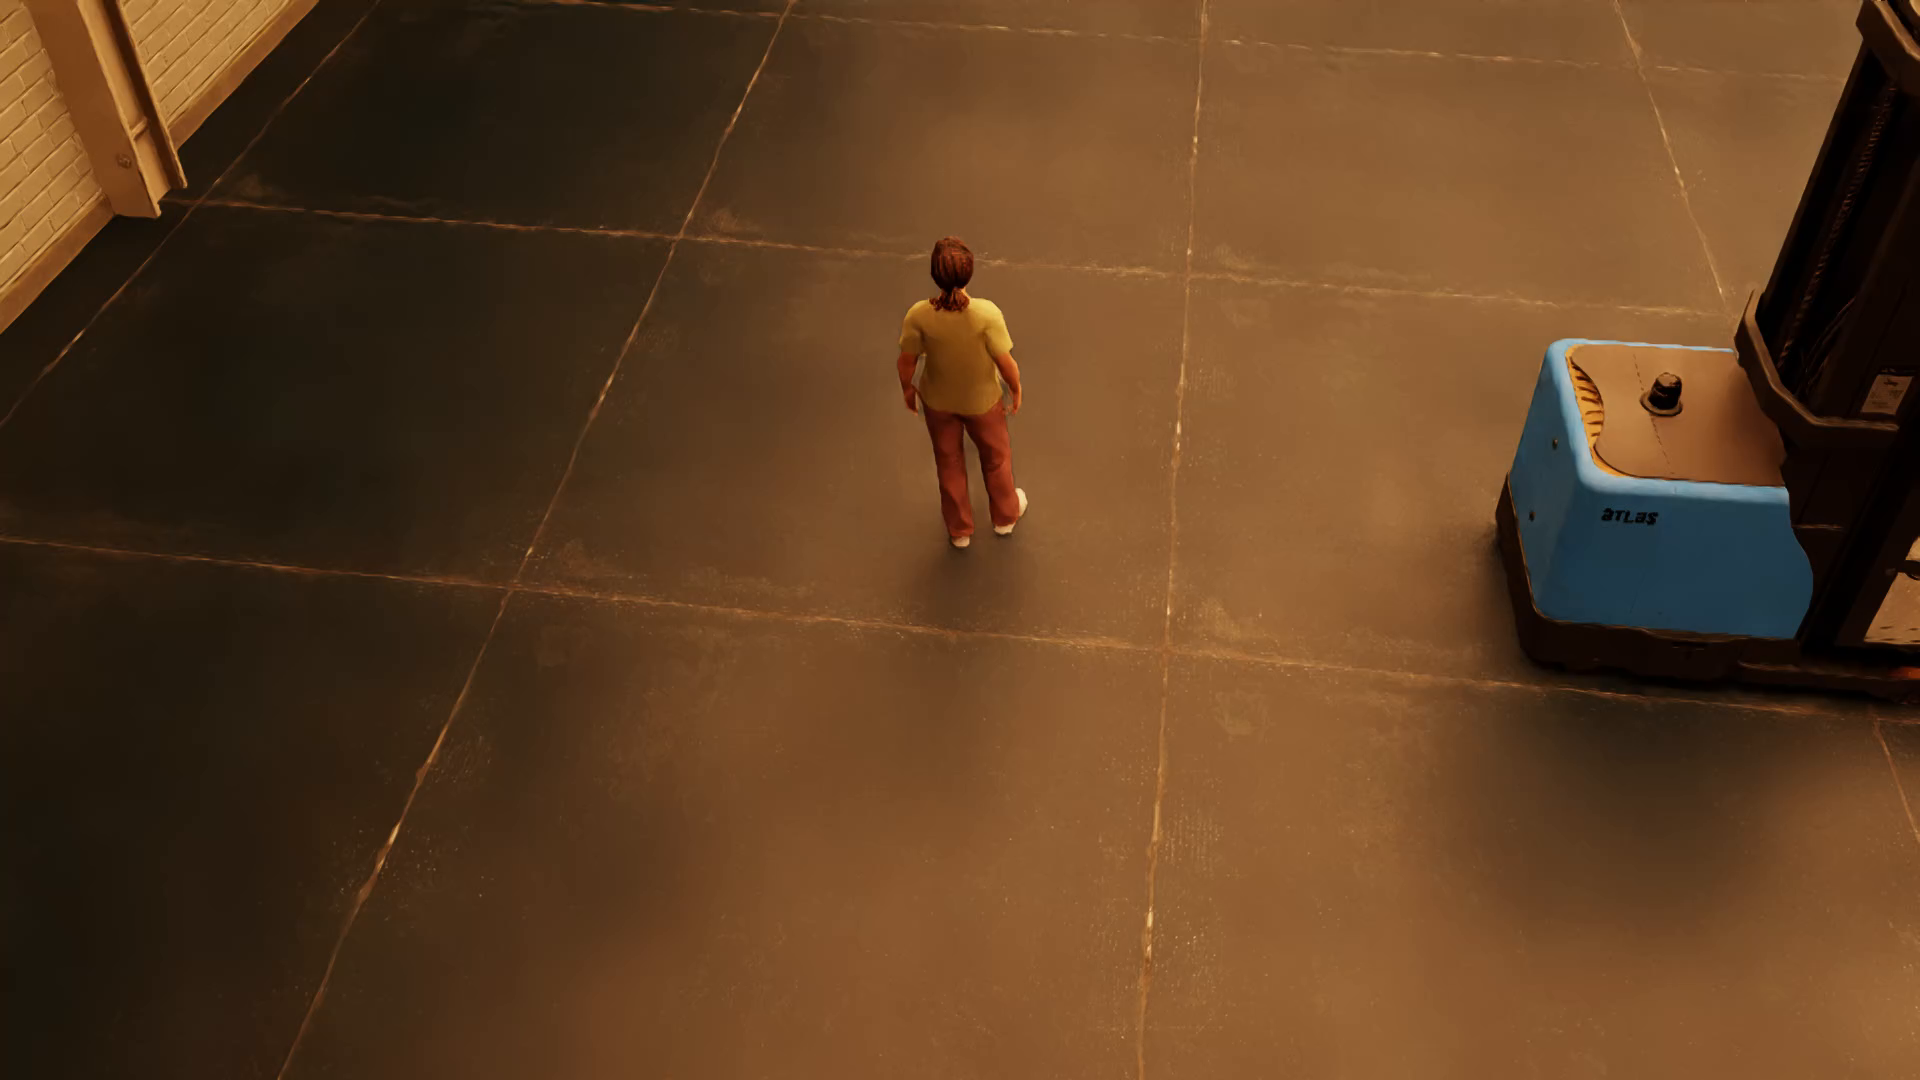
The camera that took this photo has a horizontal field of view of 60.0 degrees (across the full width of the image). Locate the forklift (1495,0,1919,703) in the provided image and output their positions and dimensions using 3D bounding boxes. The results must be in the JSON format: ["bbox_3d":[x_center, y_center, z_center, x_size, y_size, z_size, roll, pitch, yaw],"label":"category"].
[{"bbox_3d":[4.007,-0.746,6.536,3.031,2.935,1.130,4,43,5],"label":"forklift"}]

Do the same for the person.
[{"bbox_3d":[0.021,-0.671,7.372,0.554,1.674,0.548,5,43,6],"label":"person"}]
